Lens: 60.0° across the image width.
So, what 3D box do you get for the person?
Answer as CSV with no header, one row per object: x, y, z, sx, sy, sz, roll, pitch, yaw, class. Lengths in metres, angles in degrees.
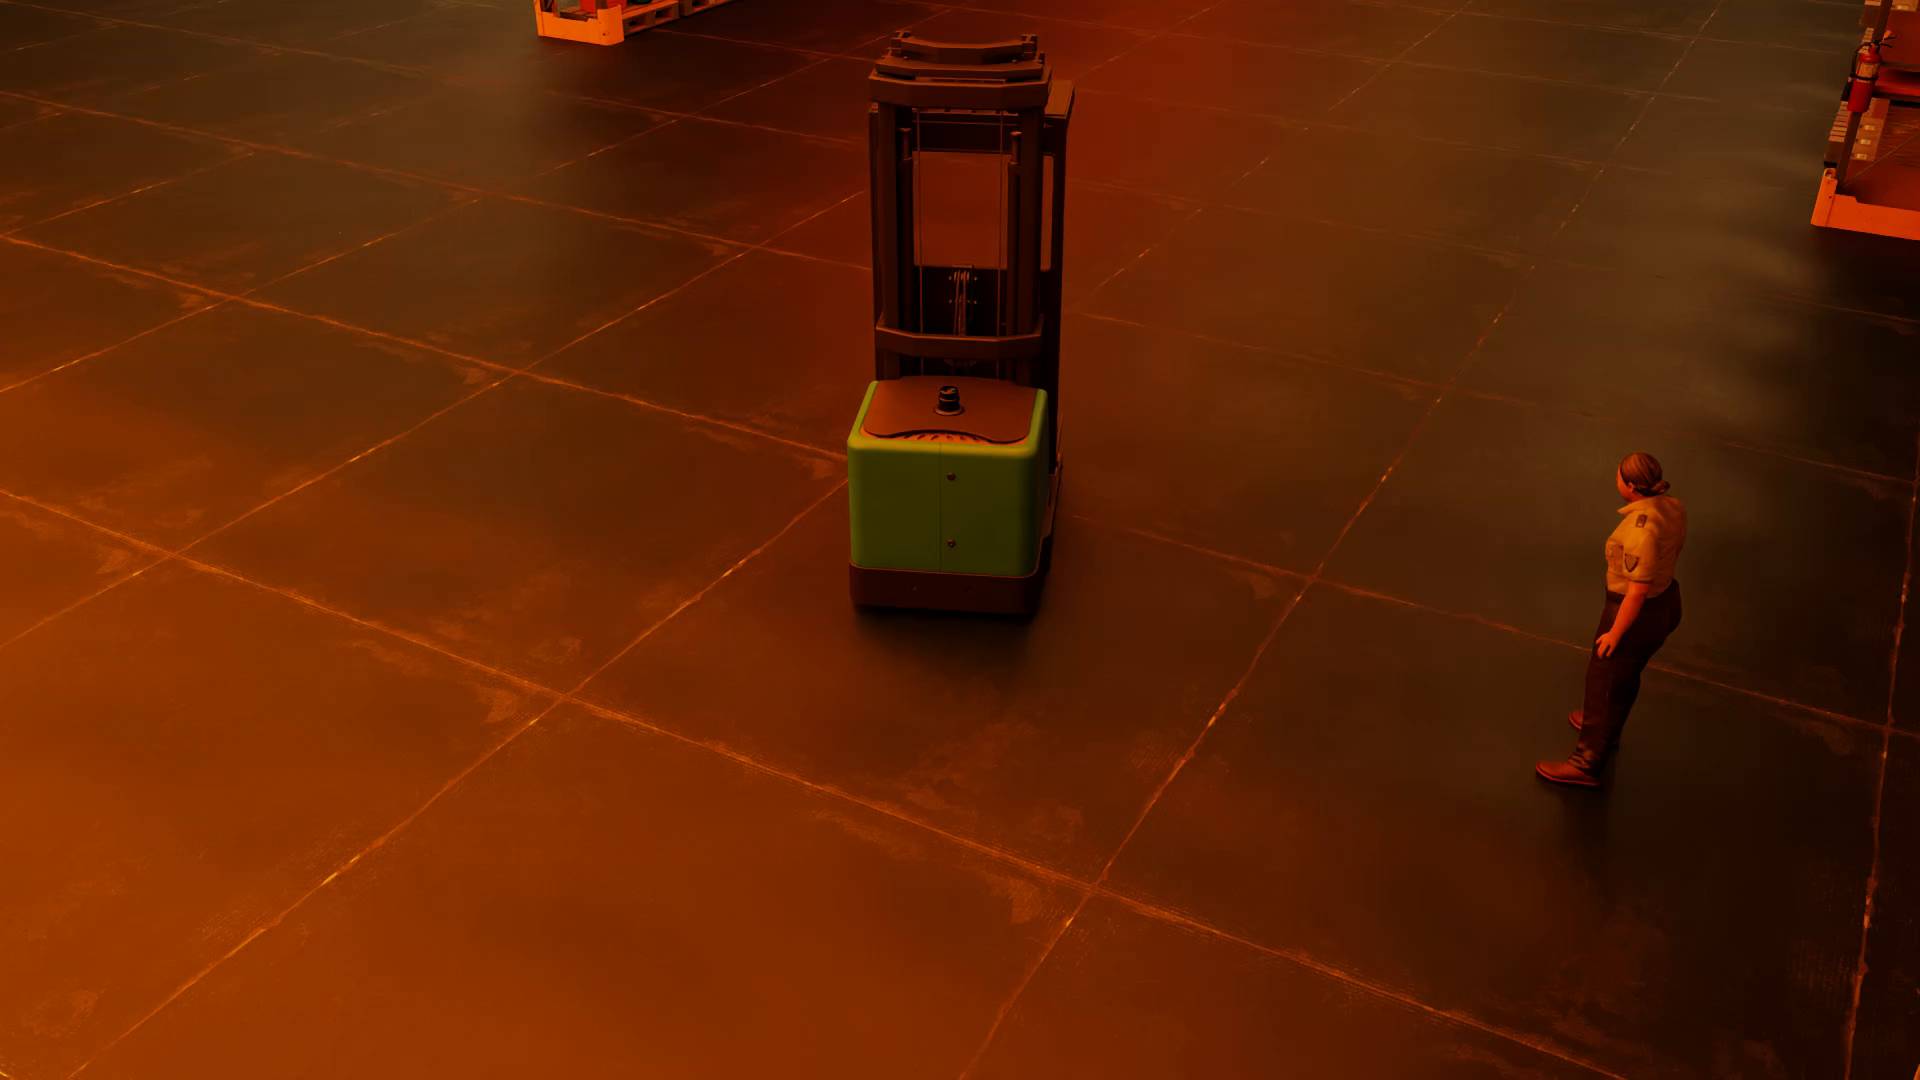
3.093,0.356,7.743,0.431,1.656,0.630,23,37,34,person

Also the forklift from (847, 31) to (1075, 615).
0.072,-1.572,9.794,1.130,2.935,3.031,3,30,6,forklift
